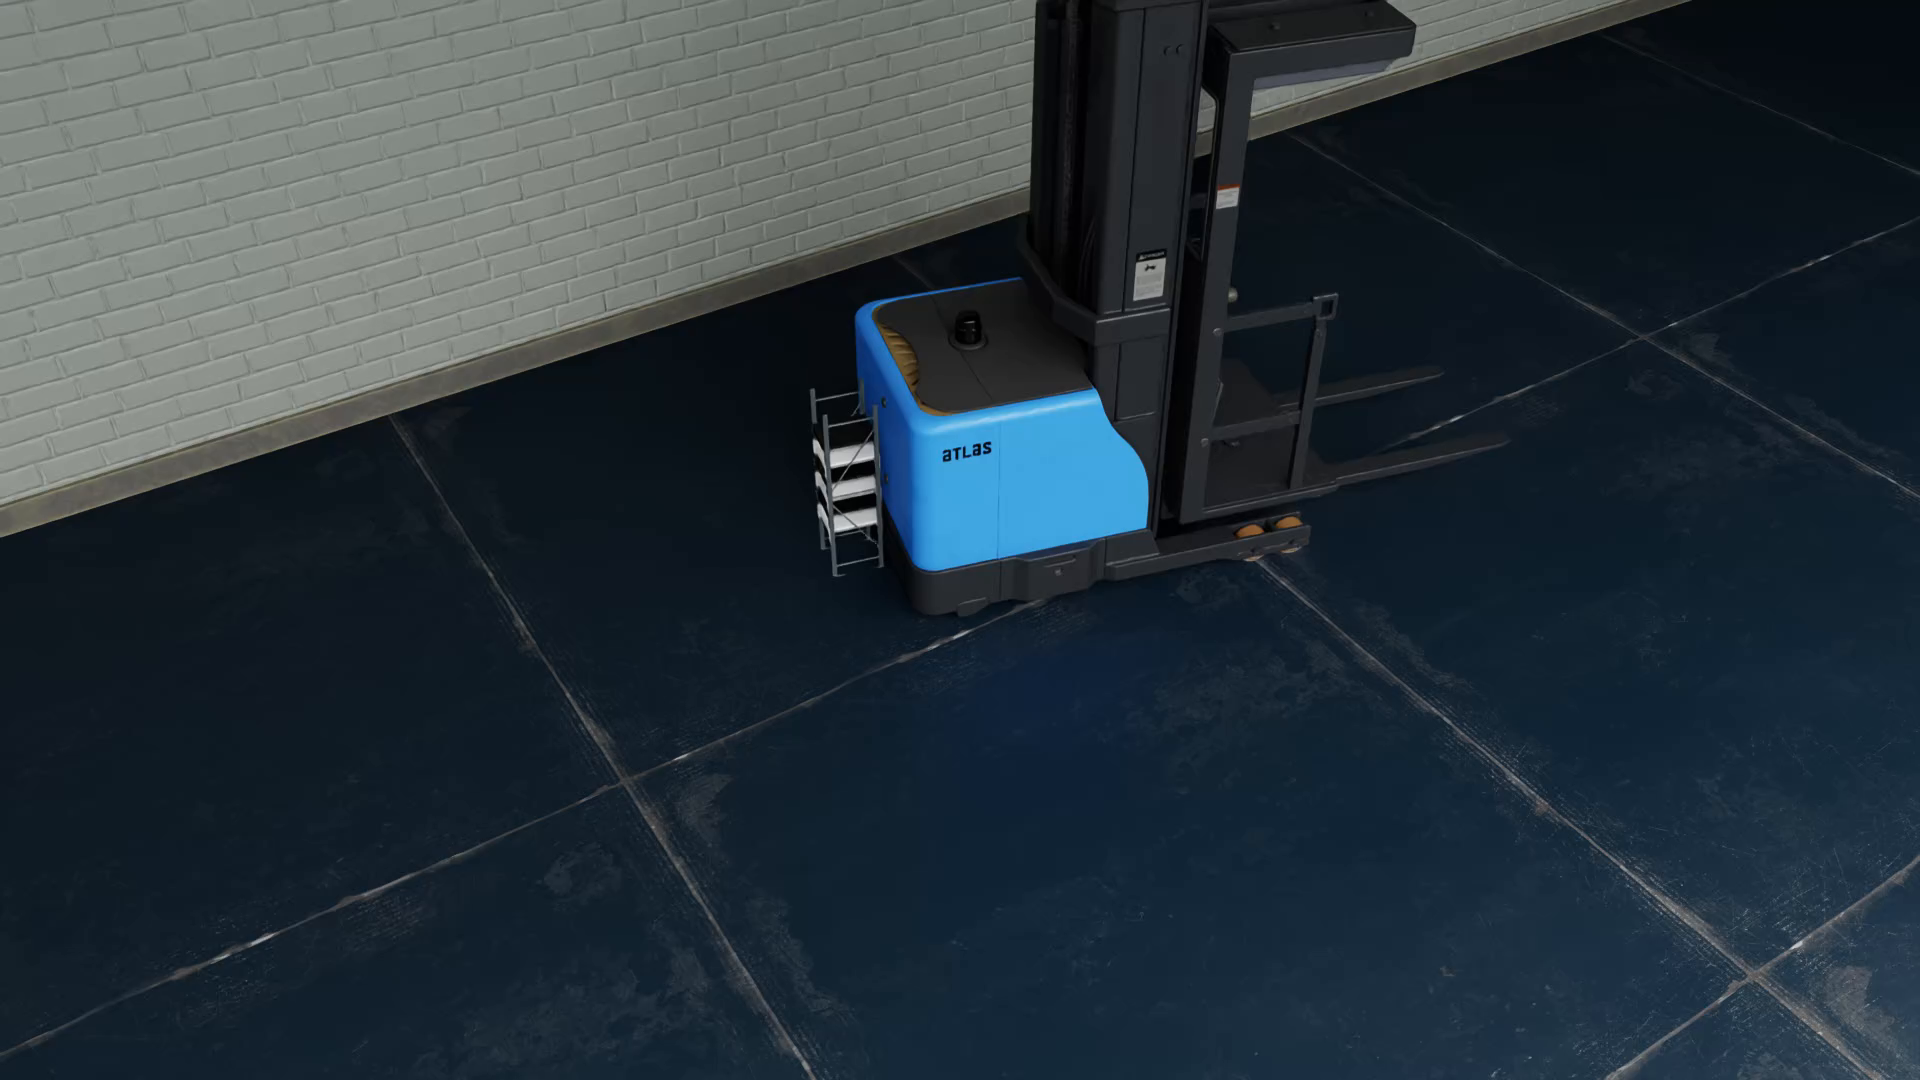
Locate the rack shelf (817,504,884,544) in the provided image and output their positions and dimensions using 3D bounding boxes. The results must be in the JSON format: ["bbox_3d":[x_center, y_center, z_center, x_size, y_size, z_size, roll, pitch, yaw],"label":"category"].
[{"bbox_3d":[-0.496,-0.099,7.499,0.258,0.077,0.200,-12,41,-14],"label":"rack shelf"}]

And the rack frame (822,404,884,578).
[{"bbox_3d":[-0.463,-0.201,7.289,0.240,0.900,0.006,-12,41,-14],"label":"rack frame"}]

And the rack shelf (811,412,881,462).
[{"bbox_3d":[-0.496,-0.445,7.211,0.258,0.077,0.200,-12,41,-14],"label":"rack shelf"}]

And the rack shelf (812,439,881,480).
[{"bbox_3d":[-0.496,-0.376,7.269,0.258,0.077,0.200,-12,41,-14],"label":"rack shelf"}]

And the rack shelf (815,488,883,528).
[{"bbox_3d":[-0.496,-0.168,7.442,0.258,0.077,0.200,-12,41,-14],"label":"rack shelf"}]

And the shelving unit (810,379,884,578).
[{"bbox_3d":[-0.496,-0.263,7.363,0.258,0.900,0.210,-12,41,-14],"label":"shelving unit"}]

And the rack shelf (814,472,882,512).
[{"bbox_3d":[-0.496,-0.237,7.384,0.258,0.077,0.200,-12,41,-14],"label":"rack shelf"}]

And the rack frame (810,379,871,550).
[{"bbox_3d":[-0.529,-0.325,7.436,0.240,0.900,0.006,-12,41,-14],"label":"rack frame"}]

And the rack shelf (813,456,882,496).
[{"bbox_3d":[-0.496,-0.306,7.326,0.258,0.077,0.200,-12,41,-14],"label":"rack shelf"}]

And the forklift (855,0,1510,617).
[{"bbox_3d":[1.098,-1.340,7.068,3.031,2.935,1.130,-12,41,-14],"label":"forklift"}]
